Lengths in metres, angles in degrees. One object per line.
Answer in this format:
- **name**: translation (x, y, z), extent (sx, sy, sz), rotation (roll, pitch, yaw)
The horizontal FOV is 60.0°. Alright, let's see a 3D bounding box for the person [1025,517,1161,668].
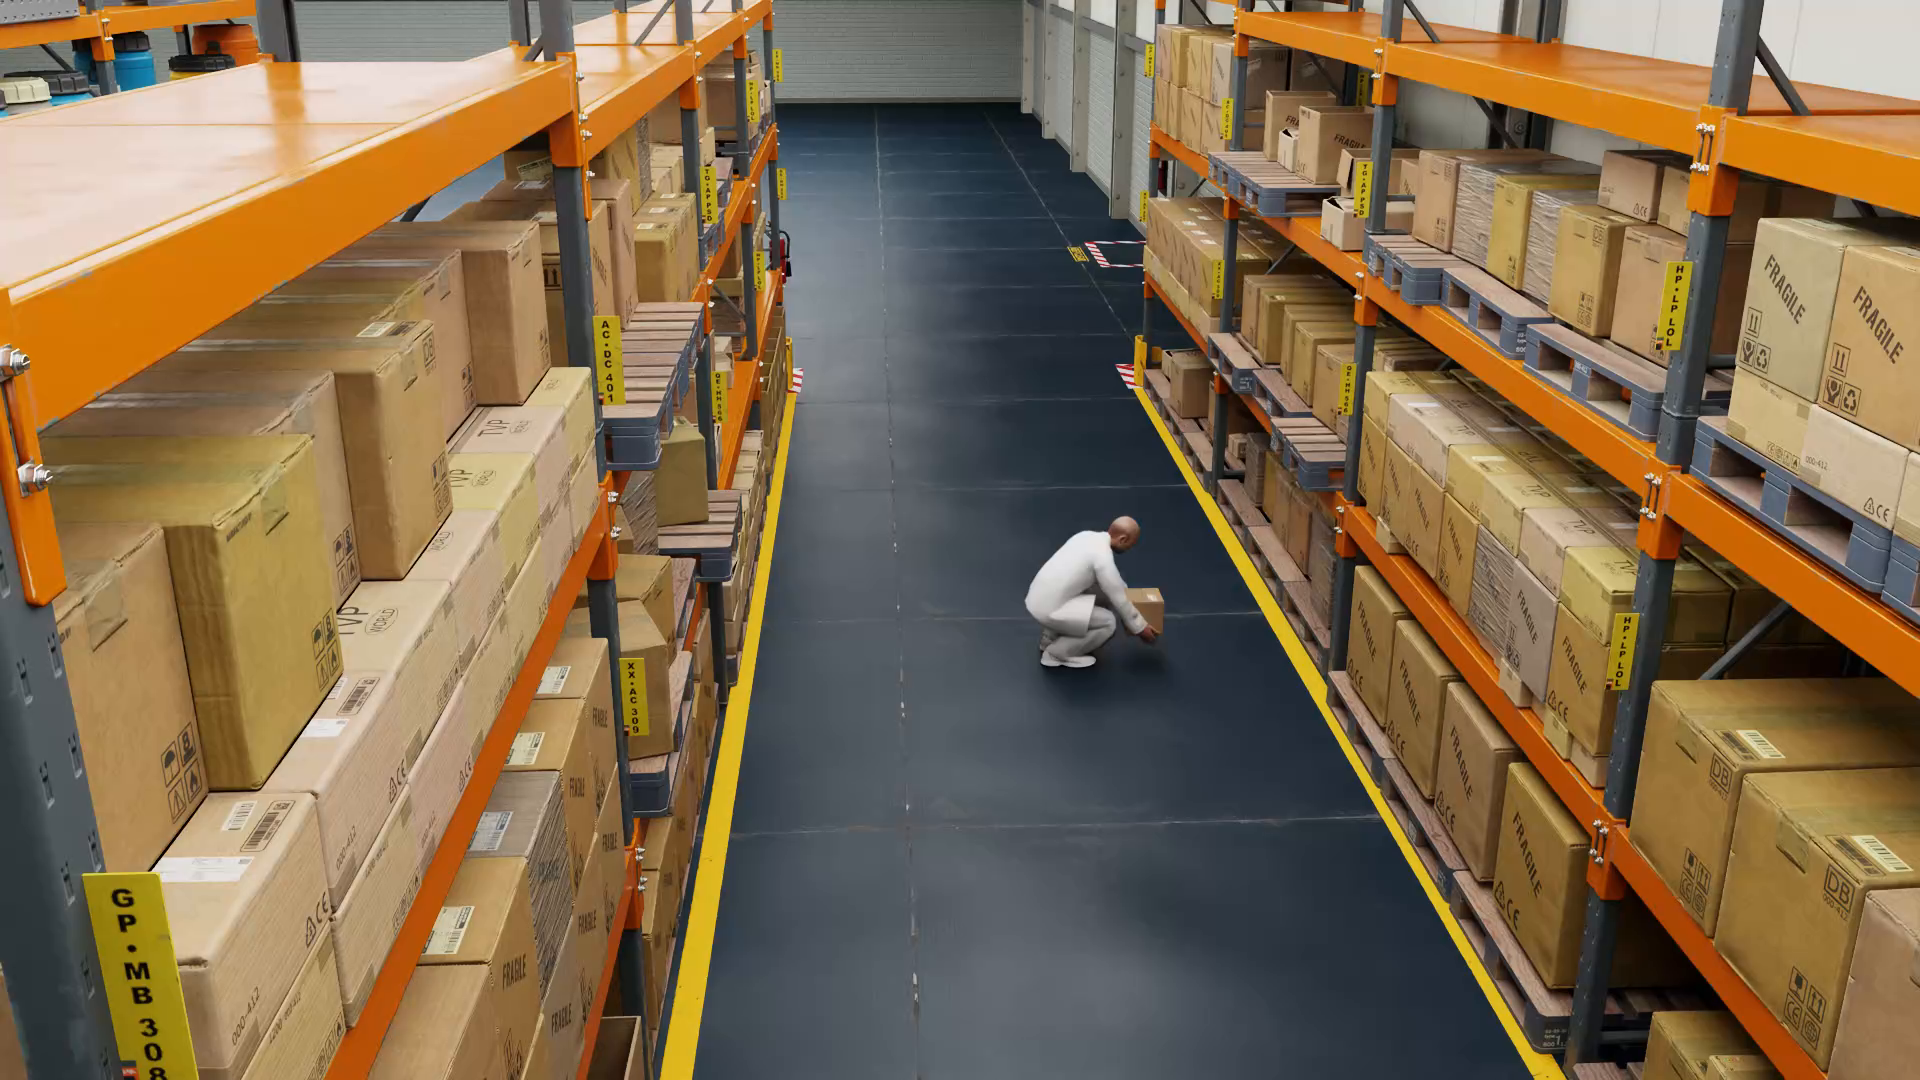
- **person**: translation (0.900, 0.338, 11.318), extent (0.912, 0.999, 0.588), rotation (-1, 20, -4)
